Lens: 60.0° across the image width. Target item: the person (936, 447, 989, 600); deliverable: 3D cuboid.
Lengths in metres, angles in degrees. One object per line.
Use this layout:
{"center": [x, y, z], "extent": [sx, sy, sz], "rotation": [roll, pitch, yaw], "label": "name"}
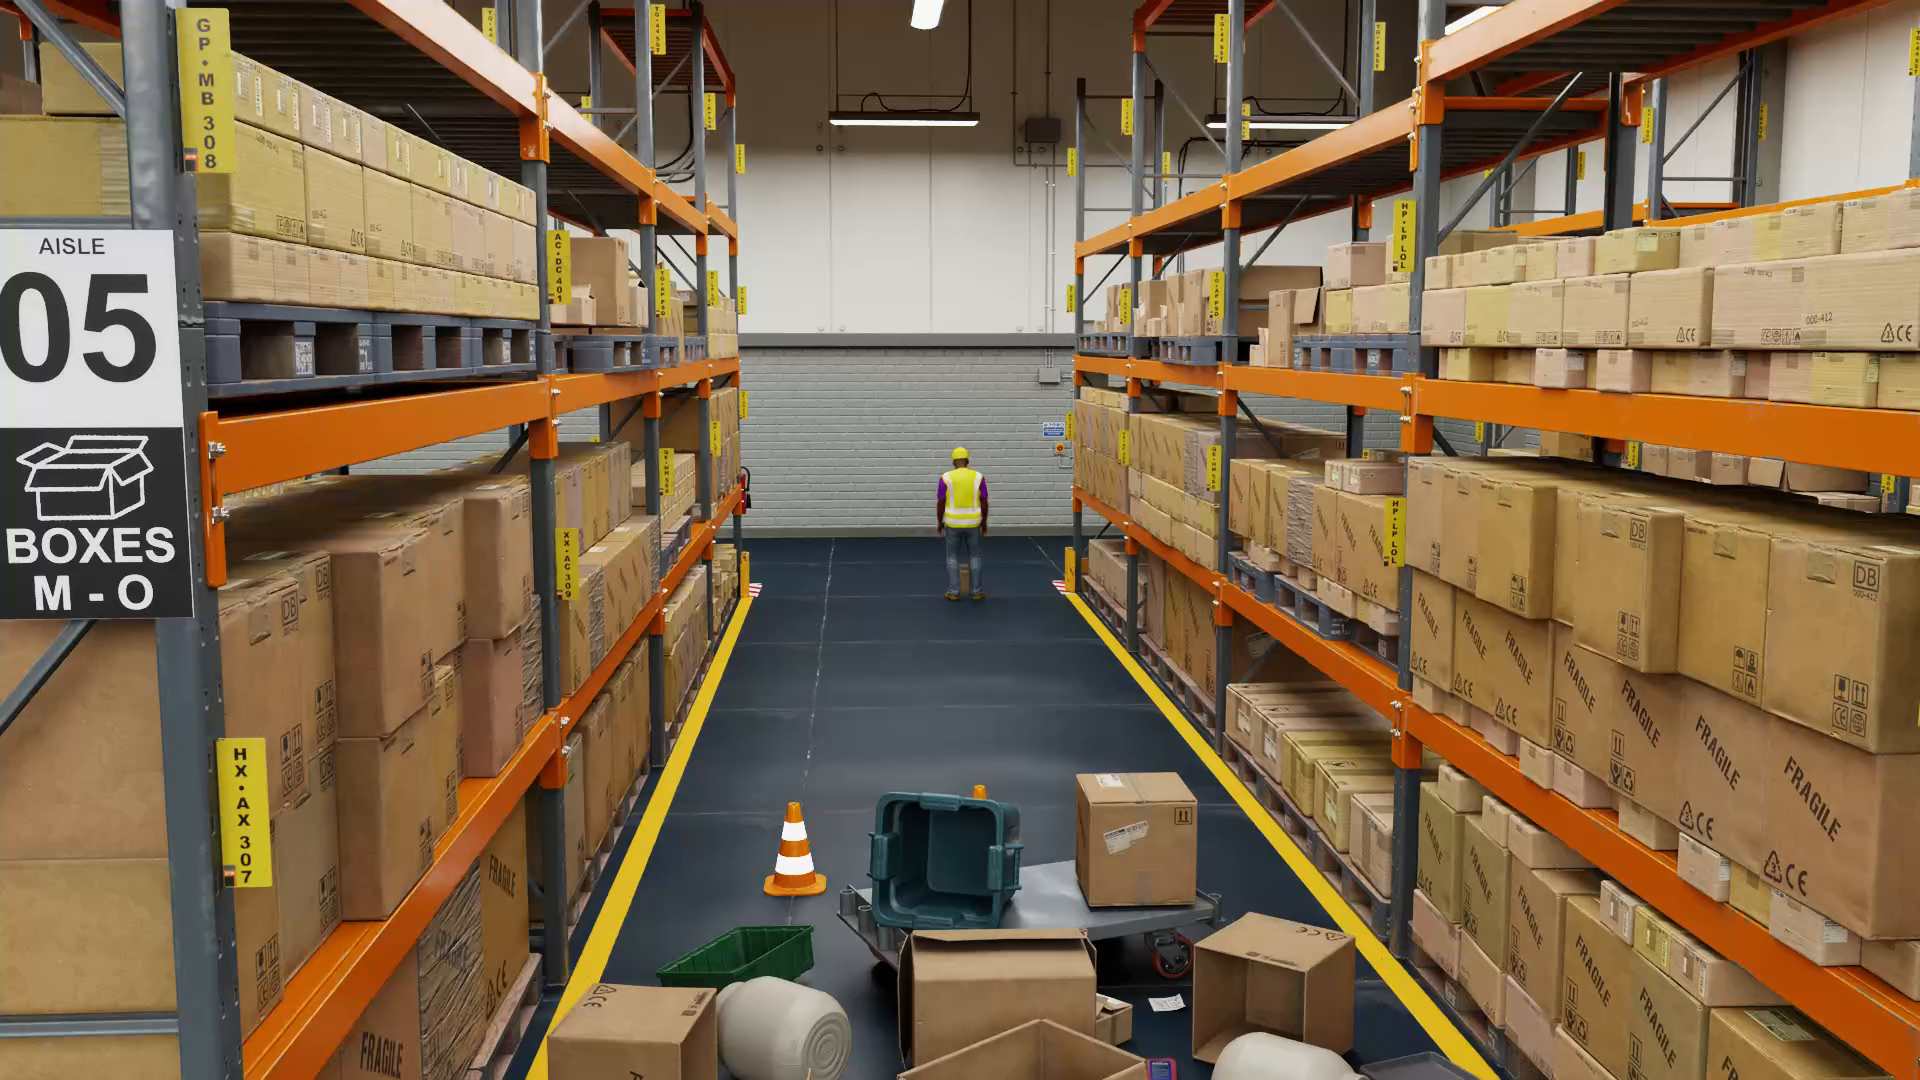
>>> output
{"center": [0.027, -0.192, 19.267], "extent": [0.607, 1.762, 0.449], "rotation": [-1, 7, -6], "label": "person"}
